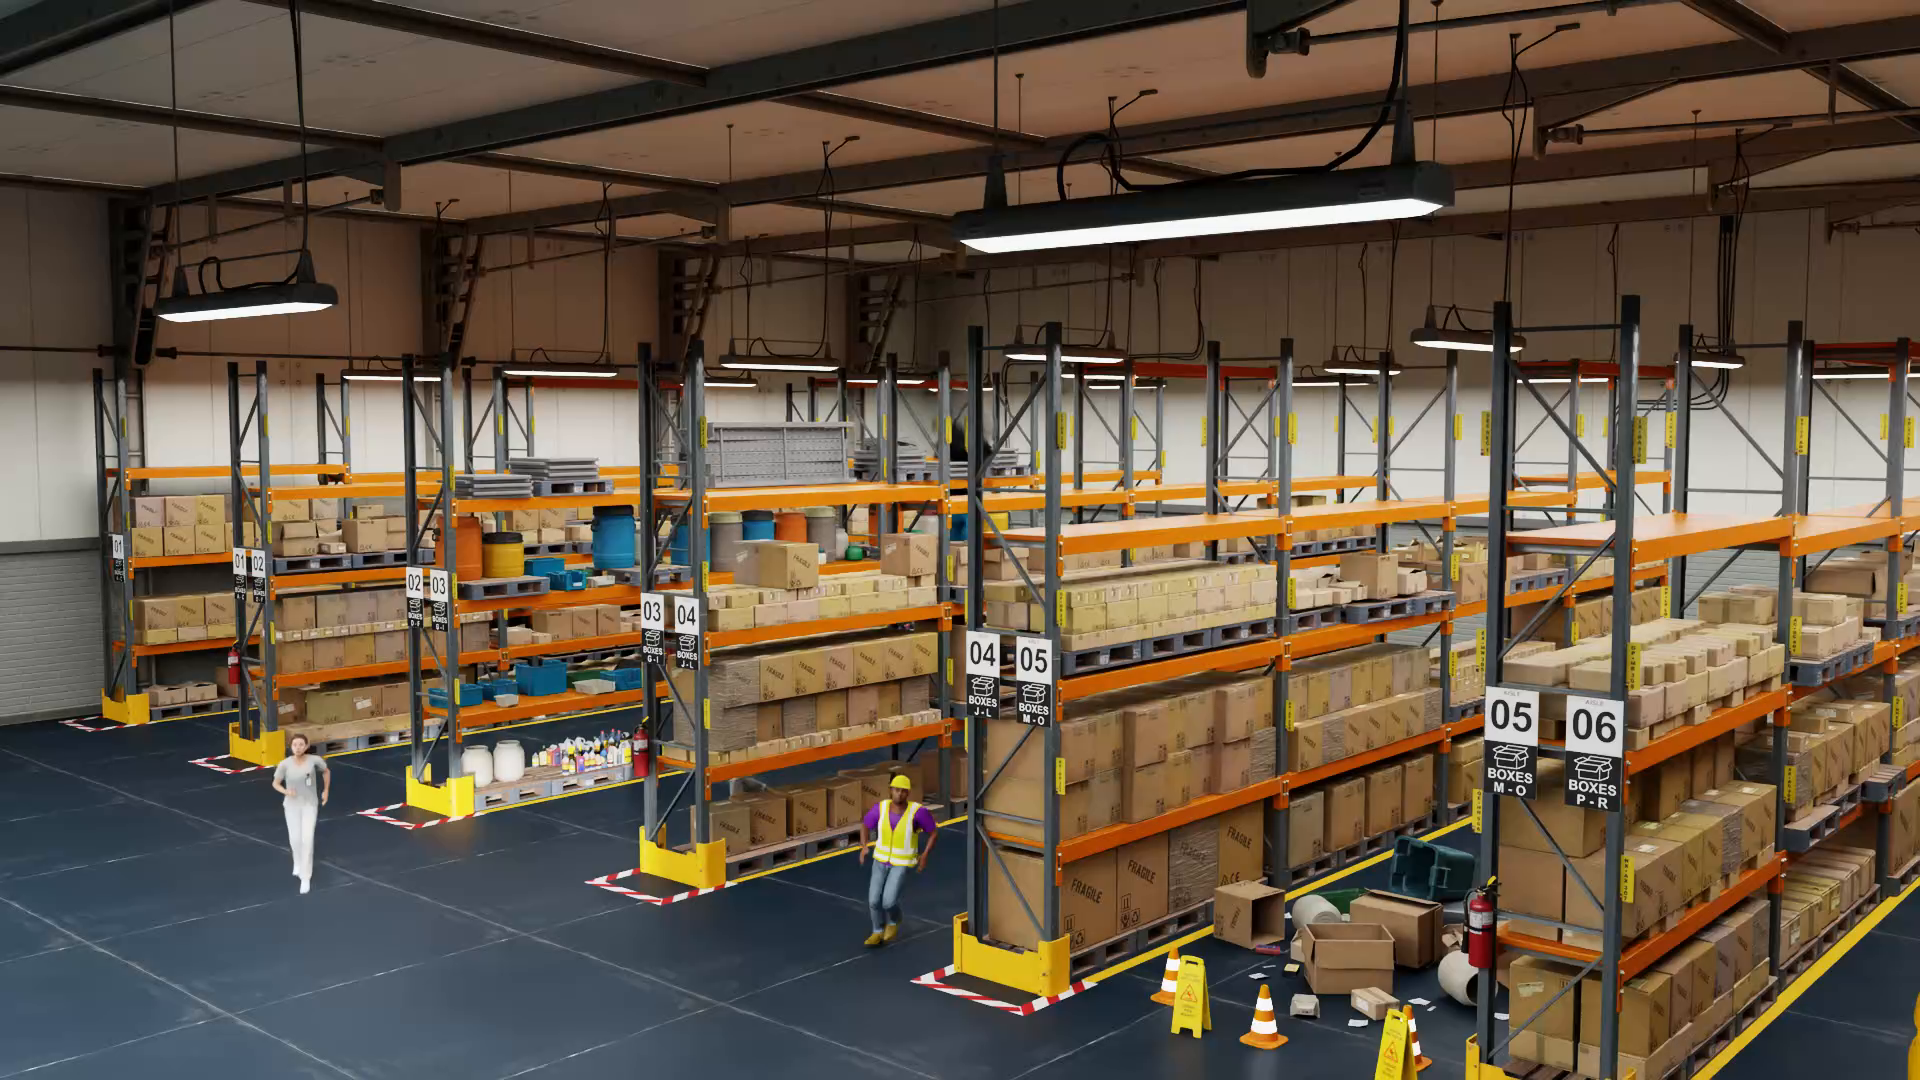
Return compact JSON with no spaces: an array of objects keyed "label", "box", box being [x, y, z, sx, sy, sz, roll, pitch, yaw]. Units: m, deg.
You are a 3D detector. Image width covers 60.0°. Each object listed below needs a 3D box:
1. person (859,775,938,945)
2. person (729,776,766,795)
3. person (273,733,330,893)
[{"label":"person","box":[-0.643,3.125,16.134,0.762,1.702,0.526,1,4,18]},{"label":"person","box":[-2.792,2.743,21.427,0.718,1.720,0.769,3,5,36]},{"label":"person","box":[-7.286,2.973,18.414,0.583,1.698,0.853,-1,4,-17]}]
